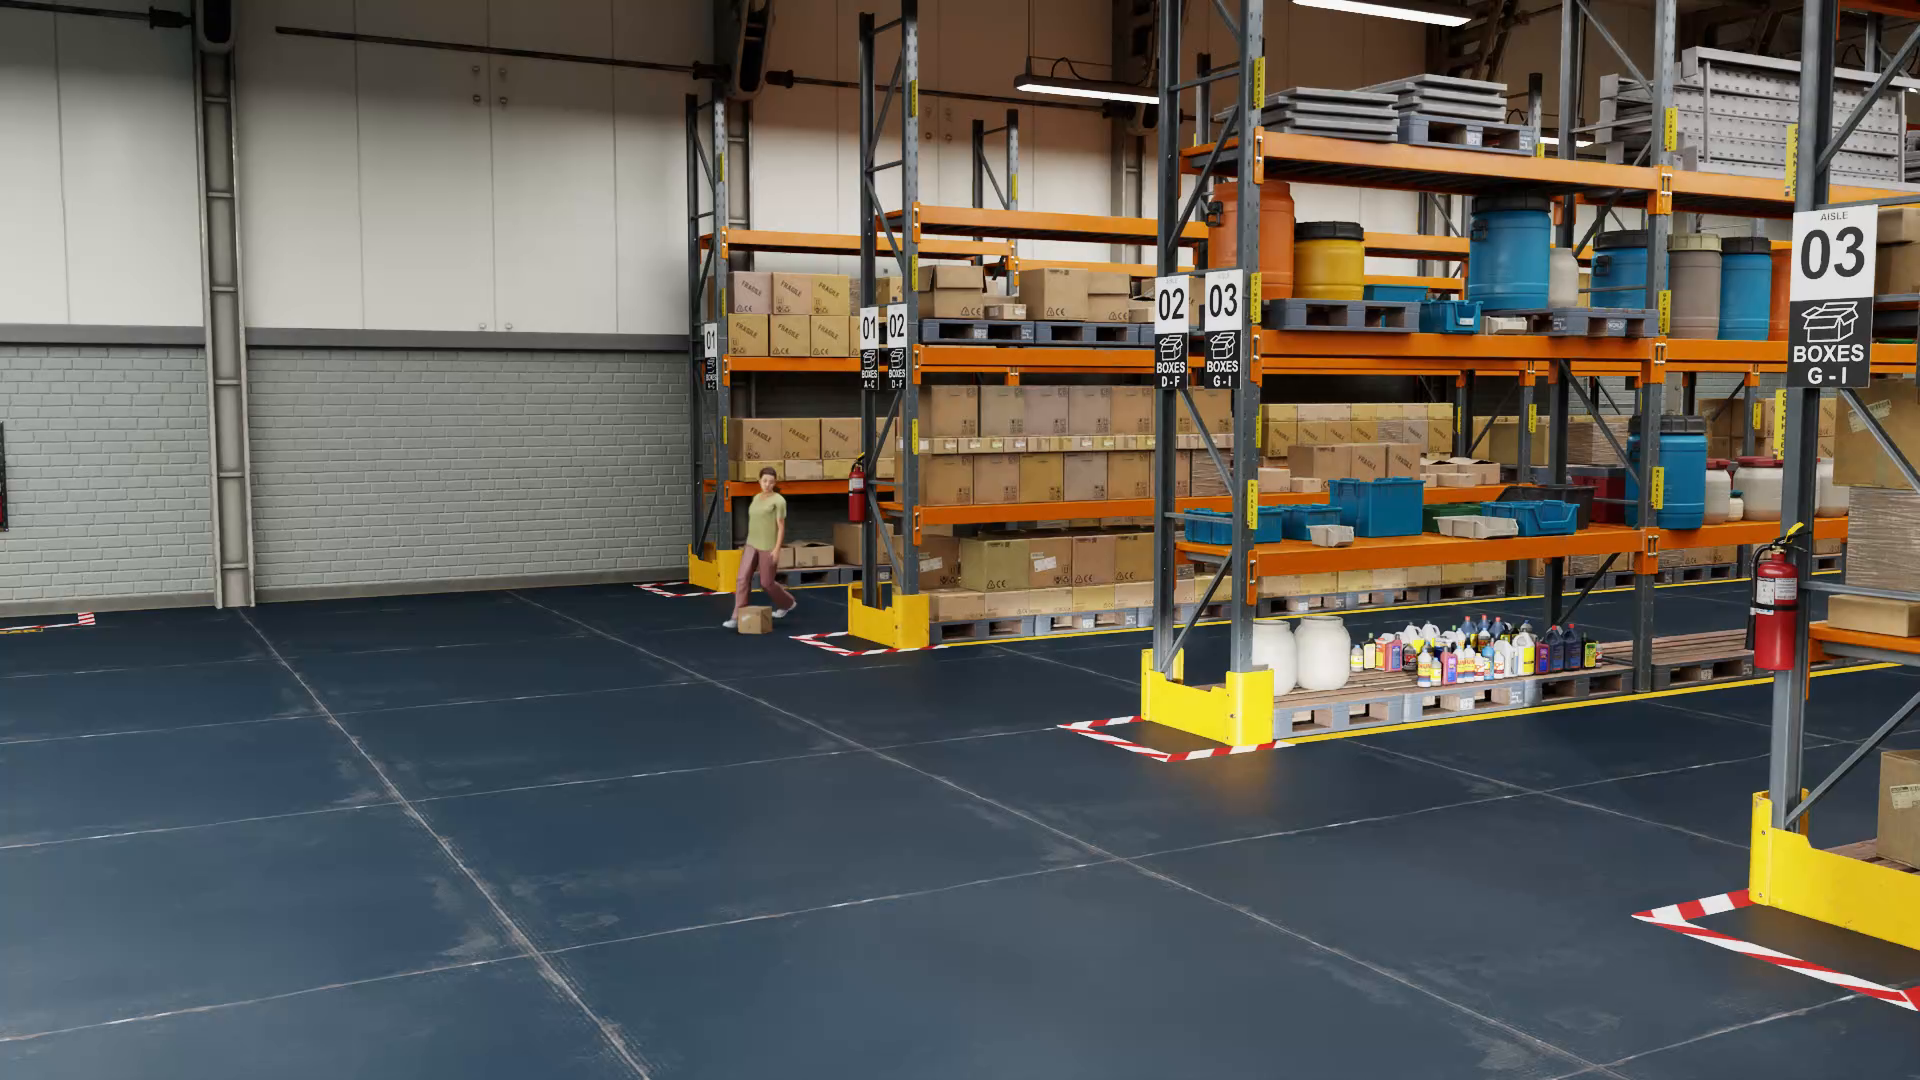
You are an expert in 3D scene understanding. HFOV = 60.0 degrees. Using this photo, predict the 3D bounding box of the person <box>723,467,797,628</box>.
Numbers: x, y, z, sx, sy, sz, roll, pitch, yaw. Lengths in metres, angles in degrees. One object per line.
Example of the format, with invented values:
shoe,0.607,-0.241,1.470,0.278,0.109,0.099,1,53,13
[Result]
person,-1.965,0.070,16.748,0.513,1.623,0.898,3,6,30
